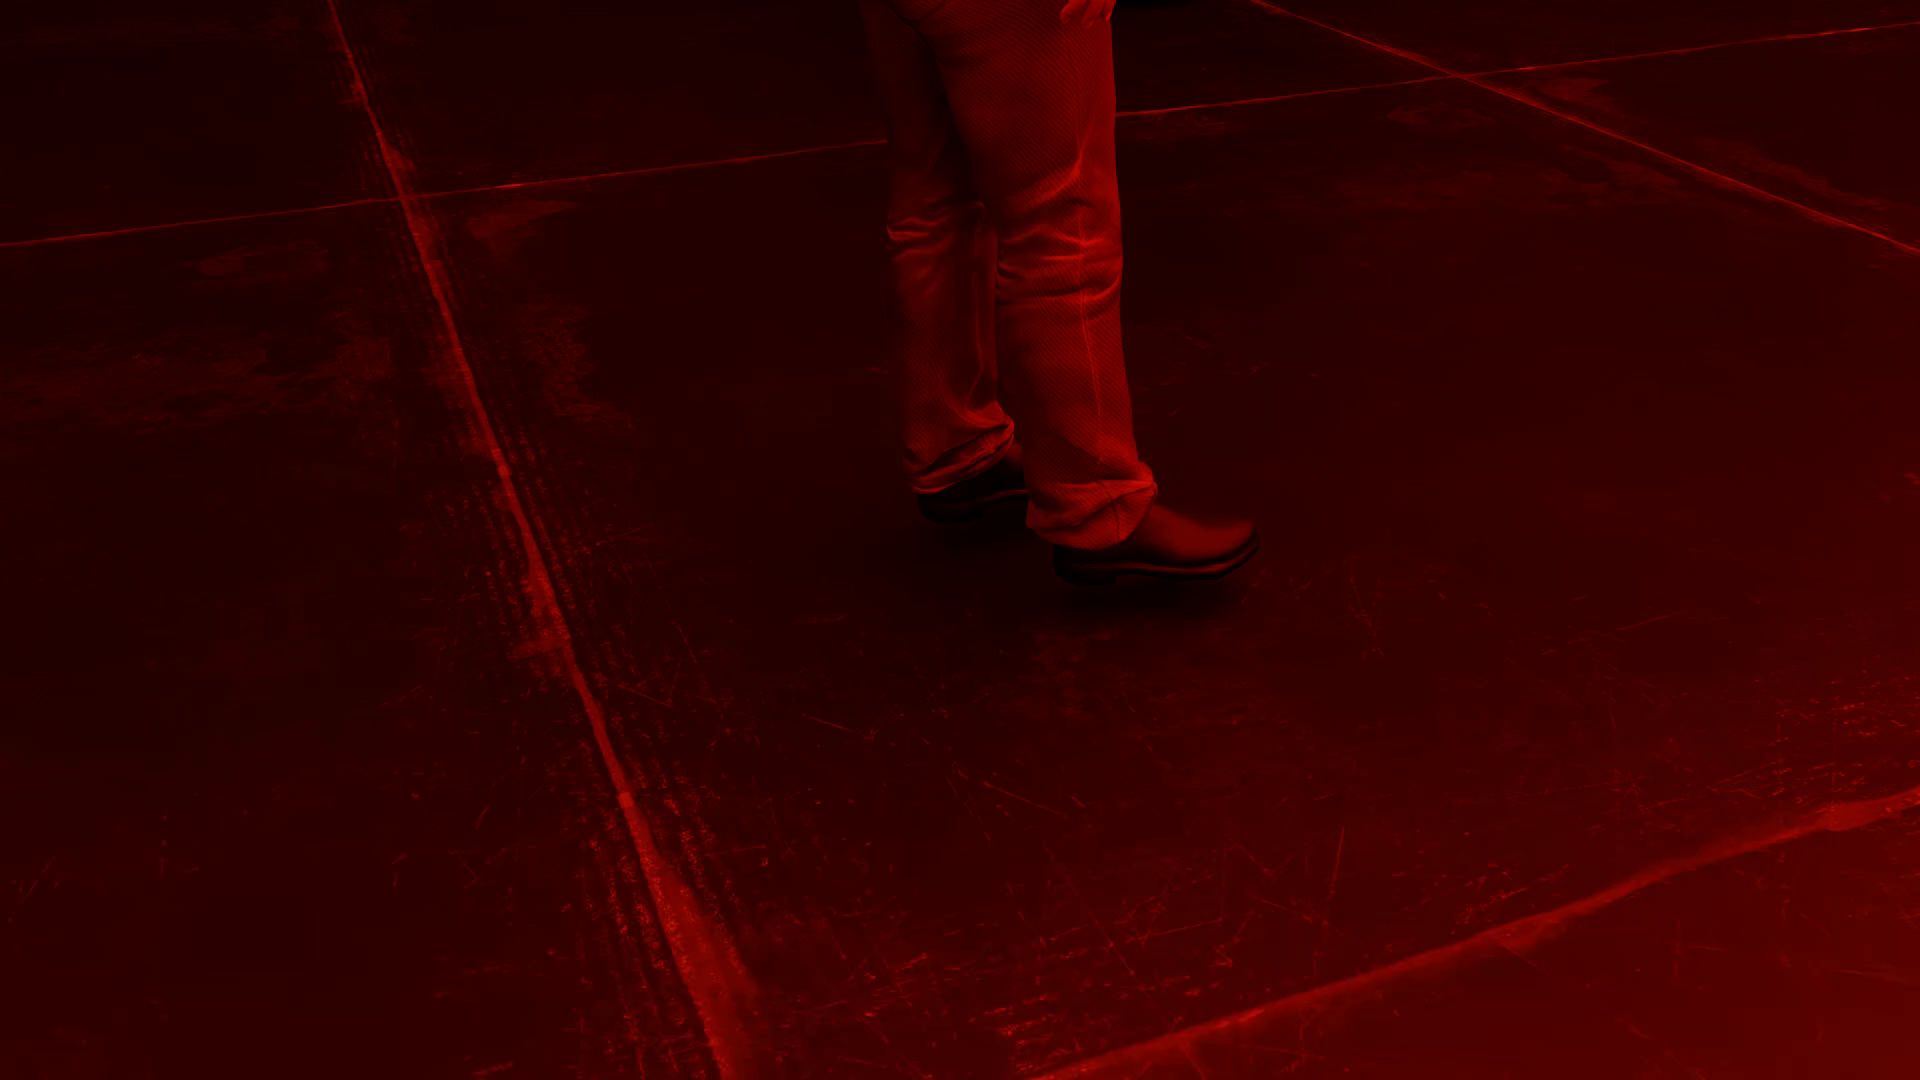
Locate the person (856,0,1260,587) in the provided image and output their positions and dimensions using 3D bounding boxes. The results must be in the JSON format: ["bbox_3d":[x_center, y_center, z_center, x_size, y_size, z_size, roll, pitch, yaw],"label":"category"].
[{"bbox_3d":[0.060,-0.797,2.064,0.568,1.720,0.632,-11,32,-19],"label":"person"}]
